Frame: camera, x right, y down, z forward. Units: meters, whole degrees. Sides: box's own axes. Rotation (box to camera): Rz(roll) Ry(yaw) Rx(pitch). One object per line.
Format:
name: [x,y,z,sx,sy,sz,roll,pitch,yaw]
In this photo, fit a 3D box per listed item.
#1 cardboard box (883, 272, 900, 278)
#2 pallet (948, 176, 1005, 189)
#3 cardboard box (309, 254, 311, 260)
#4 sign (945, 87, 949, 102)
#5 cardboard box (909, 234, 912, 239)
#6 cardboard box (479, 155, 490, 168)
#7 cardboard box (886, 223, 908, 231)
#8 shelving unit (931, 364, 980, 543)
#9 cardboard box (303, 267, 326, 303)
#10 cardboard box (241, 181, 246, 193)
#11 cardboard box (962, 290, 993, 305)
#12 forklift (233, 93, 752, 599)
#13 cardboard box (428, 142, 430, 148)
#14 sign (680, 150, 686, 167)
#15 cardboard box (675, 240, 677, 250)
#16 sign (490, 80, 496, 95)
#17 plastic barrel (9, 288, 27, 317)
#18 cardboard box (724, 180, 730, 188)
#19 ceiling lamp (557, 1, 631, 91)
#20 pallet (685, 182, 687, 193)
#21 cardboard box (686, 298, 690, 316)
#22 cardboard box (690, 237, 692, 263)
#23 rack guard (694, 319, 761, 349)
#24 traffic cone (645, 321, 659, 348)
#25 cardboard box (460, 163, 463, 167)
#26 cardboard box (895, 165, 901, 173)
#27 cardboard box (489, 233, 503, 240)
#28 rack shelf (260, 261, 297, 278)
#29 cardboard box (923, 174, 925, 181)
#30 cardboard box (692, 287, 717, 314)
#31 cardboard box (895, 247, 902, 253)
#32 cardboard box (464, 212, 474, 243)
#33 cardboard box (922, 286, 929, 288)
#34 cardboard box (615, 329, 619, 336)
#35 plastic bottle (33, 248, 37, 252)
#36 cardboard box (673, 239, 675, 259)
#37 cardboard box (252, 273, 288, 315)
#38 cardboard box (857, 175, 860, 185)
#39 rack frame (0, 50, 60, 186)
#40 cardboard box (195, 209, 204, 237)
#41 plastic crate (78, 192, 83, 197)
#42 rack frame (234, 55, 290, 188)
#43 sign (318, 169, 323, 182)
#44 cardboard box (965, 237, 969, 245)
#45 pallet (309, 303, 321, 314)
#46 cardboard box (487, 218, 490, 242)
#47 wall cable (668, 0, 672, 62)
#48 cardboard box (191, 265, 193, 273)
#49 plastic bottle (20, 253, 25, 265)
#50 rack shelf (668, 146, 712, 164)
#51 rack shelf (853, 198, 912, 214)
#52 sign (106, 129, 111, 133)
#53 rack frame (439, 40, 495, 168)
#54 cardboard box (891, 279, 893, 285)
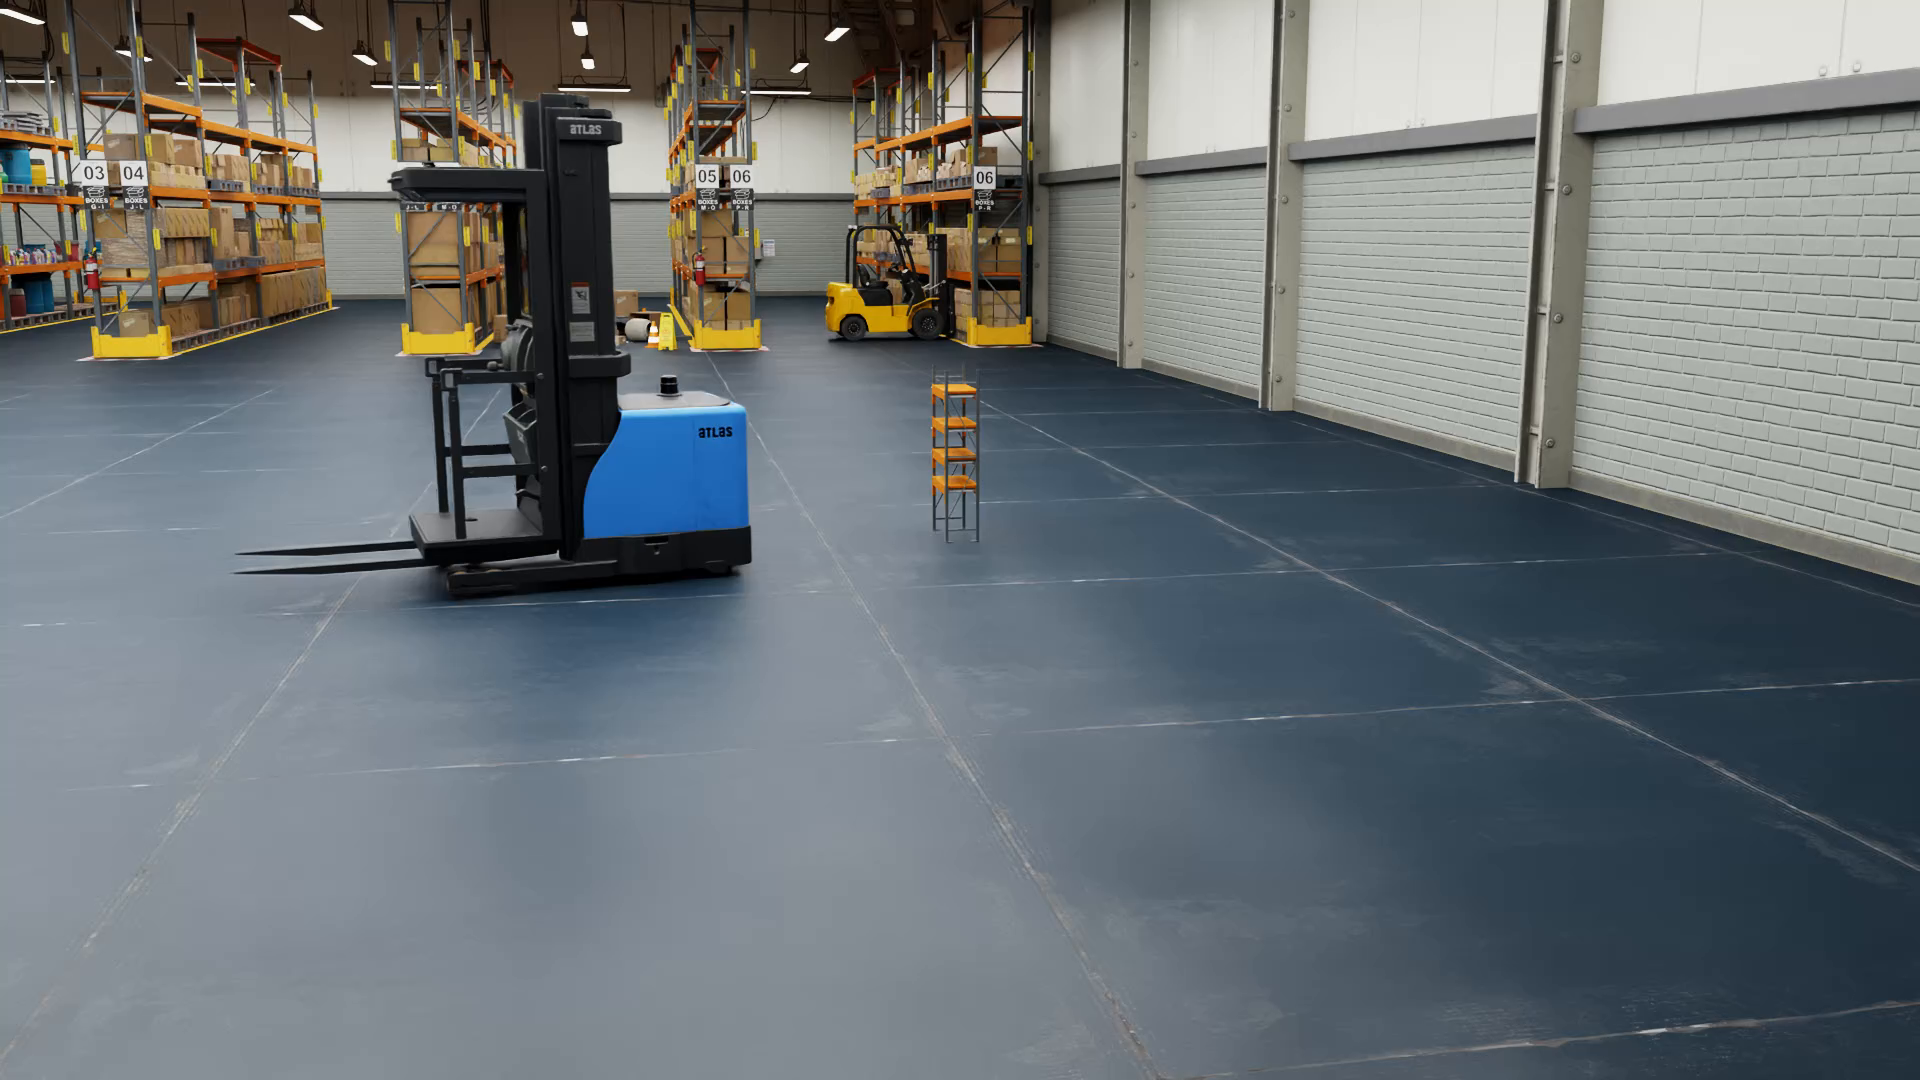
cardboard box: [-1.706,-6.613,41.449,0.380,0.149,0.250,-3,11,-14]
pallet: [0.369,-6.875,32.010,1.003,0.211,1.213,-2,11,-11]
cardboard box: [-16.237,-6.978,41.010,0.380,0.149,0.250,-2,11,-13]
sign: [-0.290,-10.062,37.573,0.100,0.325,0.005,-2,11,-11]
cardboard box: [-0.933,-6.761,37.194,0.380,0.149,0.250,-2,11,-9]
cardboard box: [-9.925,-7.647,34.172,0.500,0.500,0.500,-2,11,-11]
cardboard box: [-1.641,-8.015,43.383,0.500,0.500,0.500,-2,11,-13]
shelving unit: [-0.032,-0.620,11.744,0.258,1.200,0.503,-2,11,-11]
cardboard box: [-16.776,-6.531,42.548,0.875,0.875,0.875,-2,11,-11]
cardboard box: [-14.980,-7.247,34.128,0.500,0.250,0.500,-2,11,-11]
cardboard box: [0.326,-4.510,30.926,0.500,0.250,0.500,-2,11,-9]
forklift: [-2.891,-1.200,10.161,3.031,2.935,1.130,-4,12,-22]
cardboard box: [-9.627,-6.990,29.528,0.380,0.149,0.250,-2,11,-12]
sign: [-5.468,-7.543,32.845,0.100,0.325,0.005,-2,11,-11]
cardboard box: [-6.671,-7.191,40.519,0.500,0.250,0.500,-2,11,-13]
sign: [-9.994,-9.682,35.578,0.100,0.325,0.005,-2,11,-11]
plastic barrel: [-20.613,-5.154,36.078,0.600,0.588,0.708,-2,11,-11]
cardboard box: [-4.031,-6.377,29.826,0.380,0.149,0.250,-2,11,-13]
ceiling lamp: [-10.158,-14.062,45.900,2.000,3.185,0.800,-2,11,-11]
pallet: [-4.940,-7.141,33.673,1.213,0.211,1.003,-2,11,-11]
cardboard box: [-5.451,-5.053,36.125,0.950,0.372,0.625,-2,11,-12]
cardboard box: [-4.907,-5.563,31.840,0.500,0.500,0.500,-2,11,-11]
rack guard: [-4.161,-3.695,29.773,1.175,0.500,0.348,-2,11,-11]
traffic cone: [-5.495,-3.695,29.871,0.336,0.463,0.334,-2,11,-11]
cardboard box: [-8.734,-6.391,28.509,0.380,0.149,0.250,-2,11,-11]
cardboard box: [-1.401,-9.145,41.079,0.396,0.266,0.258,-2,11,-11]
cardboard box: [-10.945,-7.123,39.057,0.380,0.149,0.250,-2,11,-13]
rack shelf: [-15.812,-6.029,37.276,1.077,0.370,4.000,-2,11,-11]
cardboard box: [-0.568,-7.620,34.968,0.380,0.149,0.250,-2,11,-11]
cardboard box: [-4.959,-4.651,32.334,0.500,0.500,0.500,-2,11,-9]
cardboard box: [-1.338,-6.747,38.671,0.380,0.149,0.250,-2,11,-10]
cardboard box: [-9.189,-5.589,29.751,0.875,0.550,0.550,-2,11,-11]
cardboard box: [-0.460,-5.239,36.429,0.875,0.625,0.625,-3,11,-13]
cardboard box: [-6.871,-4.072,32.381,0.396,0.266,0.258,9,14,38]
plastic bottle: [-20.665,-6.349,37.165,0.144,0.351,0.185,-2,11,-11]
cardboard box: [-7.039,-7.421,42.394,0.500,0.500,0.500,-2,11,-12]
cardboard box: [-15.703,-5.470,36.970,1.225,0.875,0.875,-2,11,-11]
cardboard box: [-2.470,-9.632,44.525,0.500,0.250,0.500,-2,11,-11]
rack frame: [-21.059,-9.517,37.628,1.000,3.000,0.127,-2,11,-11]
cardboard box: [-14.189,-5.805,30.434,0.500,0.500,0.500,-2,11,-11]
plastic crate: [-21.192,-8.277,39.844,0.437,0.136,0.530,-2,11,-11]
rack frame: [-16.201,-9.697,38.575,1.000,3.000,0.127,-2,11,-11]
sign: [-16.444,-9.370,42.725,0.100,0.325,0.005,-2,11,-11]
cardboard box: [0.301,-5.557,30.869,0.380,0.149,0.250,-2,11,-10]
pallet: [-16.513,-5.746,41.322,1.003,0.211,1.213,-2,11,-11]
cardboard box: [-10.461,-6.635,35.594,0.700,0.500,0.500,-2,11,-11]
wall cable: [-9.668,-15.027,48.930,2.355,3.000,0.029,-2,11,-11]
cardboard box: [-14.120,-4.899,30.085,0.380,0.149,0.250,-2,11,-11]
plastic bottle: [-20.224,-6.055,35.833,0.097,0.271,0.097,0,11,0]
rack shelf: [-6.869,-9.874,42.500,1.077,0.370,4.000,-2,11,-11]
rack shelf: [-2.001,-8.778,43.695,1.077,0.370,4.000,-2,11,-11]
sign: [-21.301,-10.115,41.634,0.100,0.325,0.005,-2,11,-11]
rack frame: [-10.538,-9.125,35.571,1.000,3.000,0.127,-2,11,-11]
cardboard box: [-1.488,-6.275,40.472,0.380,0.149,0.250,-2,11,-9]
